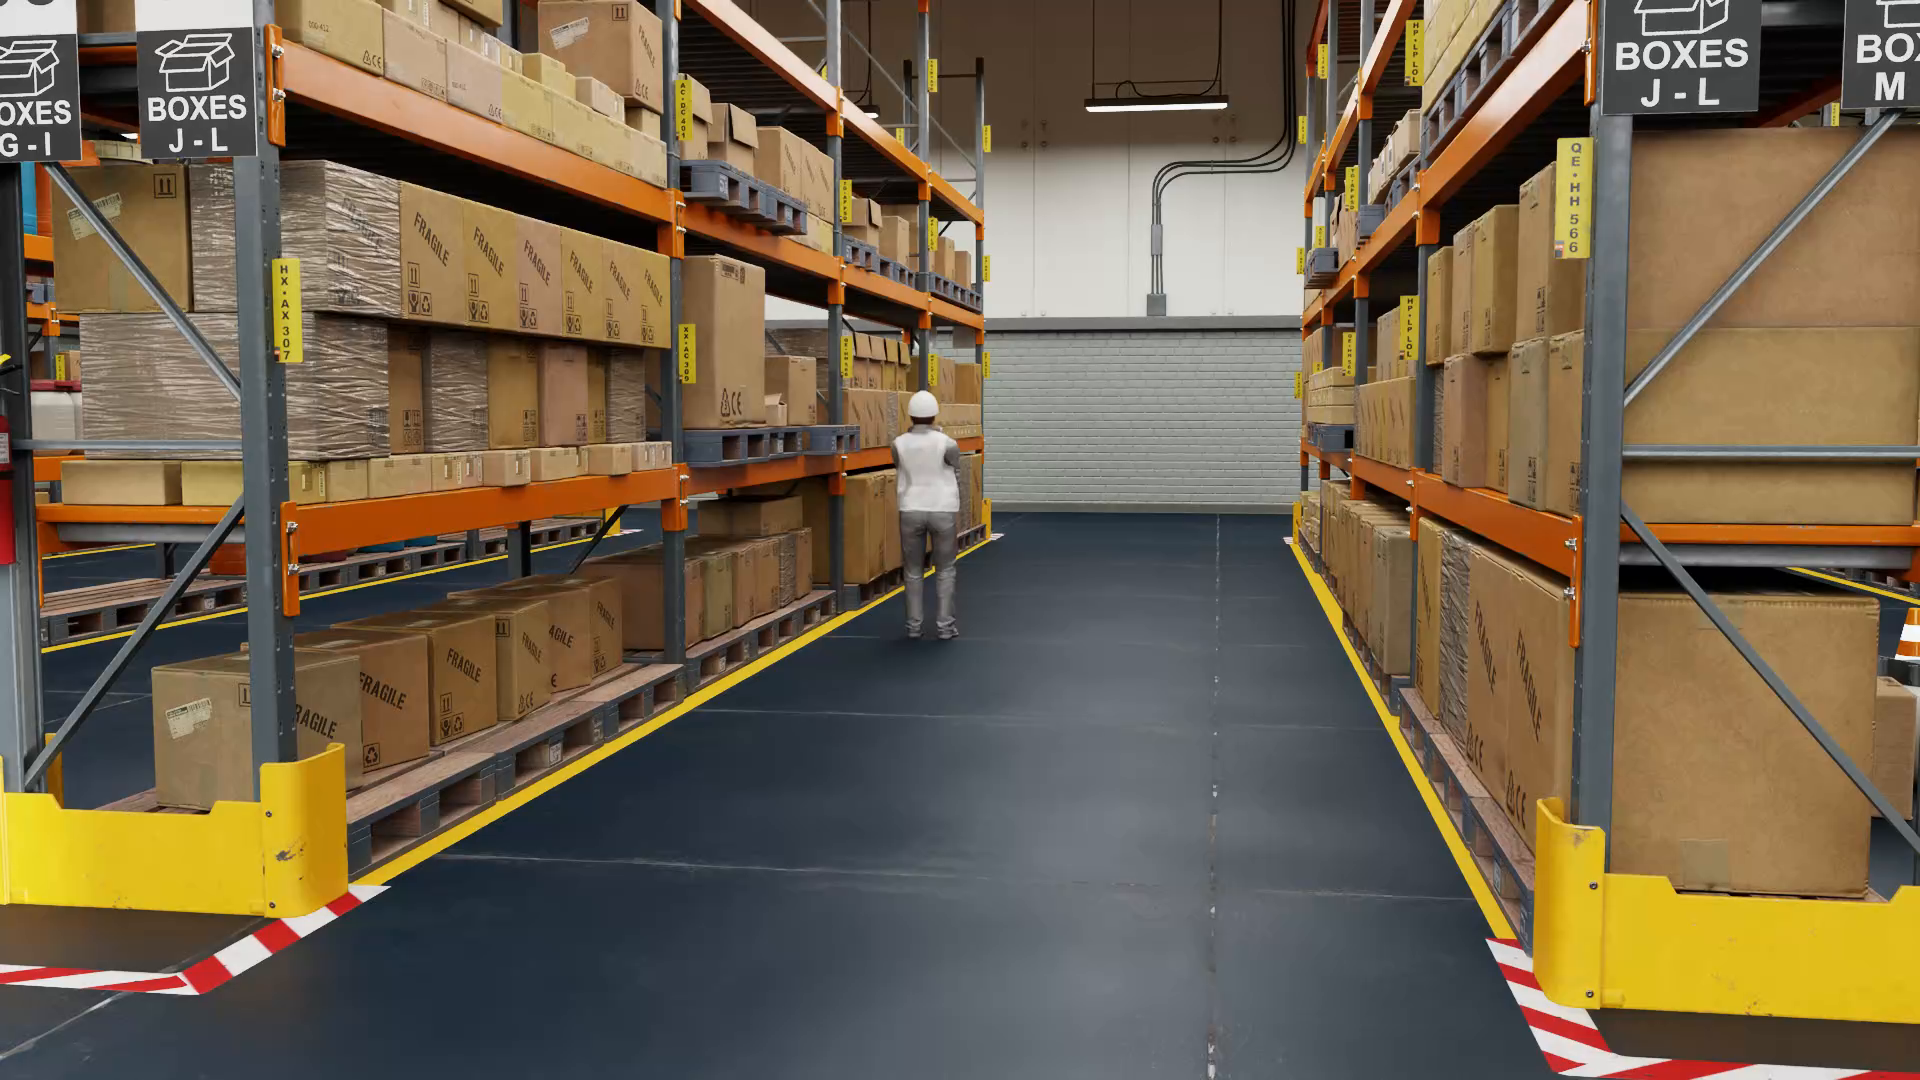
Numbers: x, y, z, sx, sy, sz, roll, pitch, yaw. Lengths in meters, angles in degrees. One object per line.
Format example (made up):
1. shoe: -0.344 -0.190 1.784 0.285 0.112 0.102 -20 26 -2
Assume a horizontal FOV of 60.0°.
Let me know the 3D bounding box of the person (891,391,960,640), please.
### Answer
1. person: -0.231 -0.187 11.931 0.494 1.762 0.556 1 4 9
